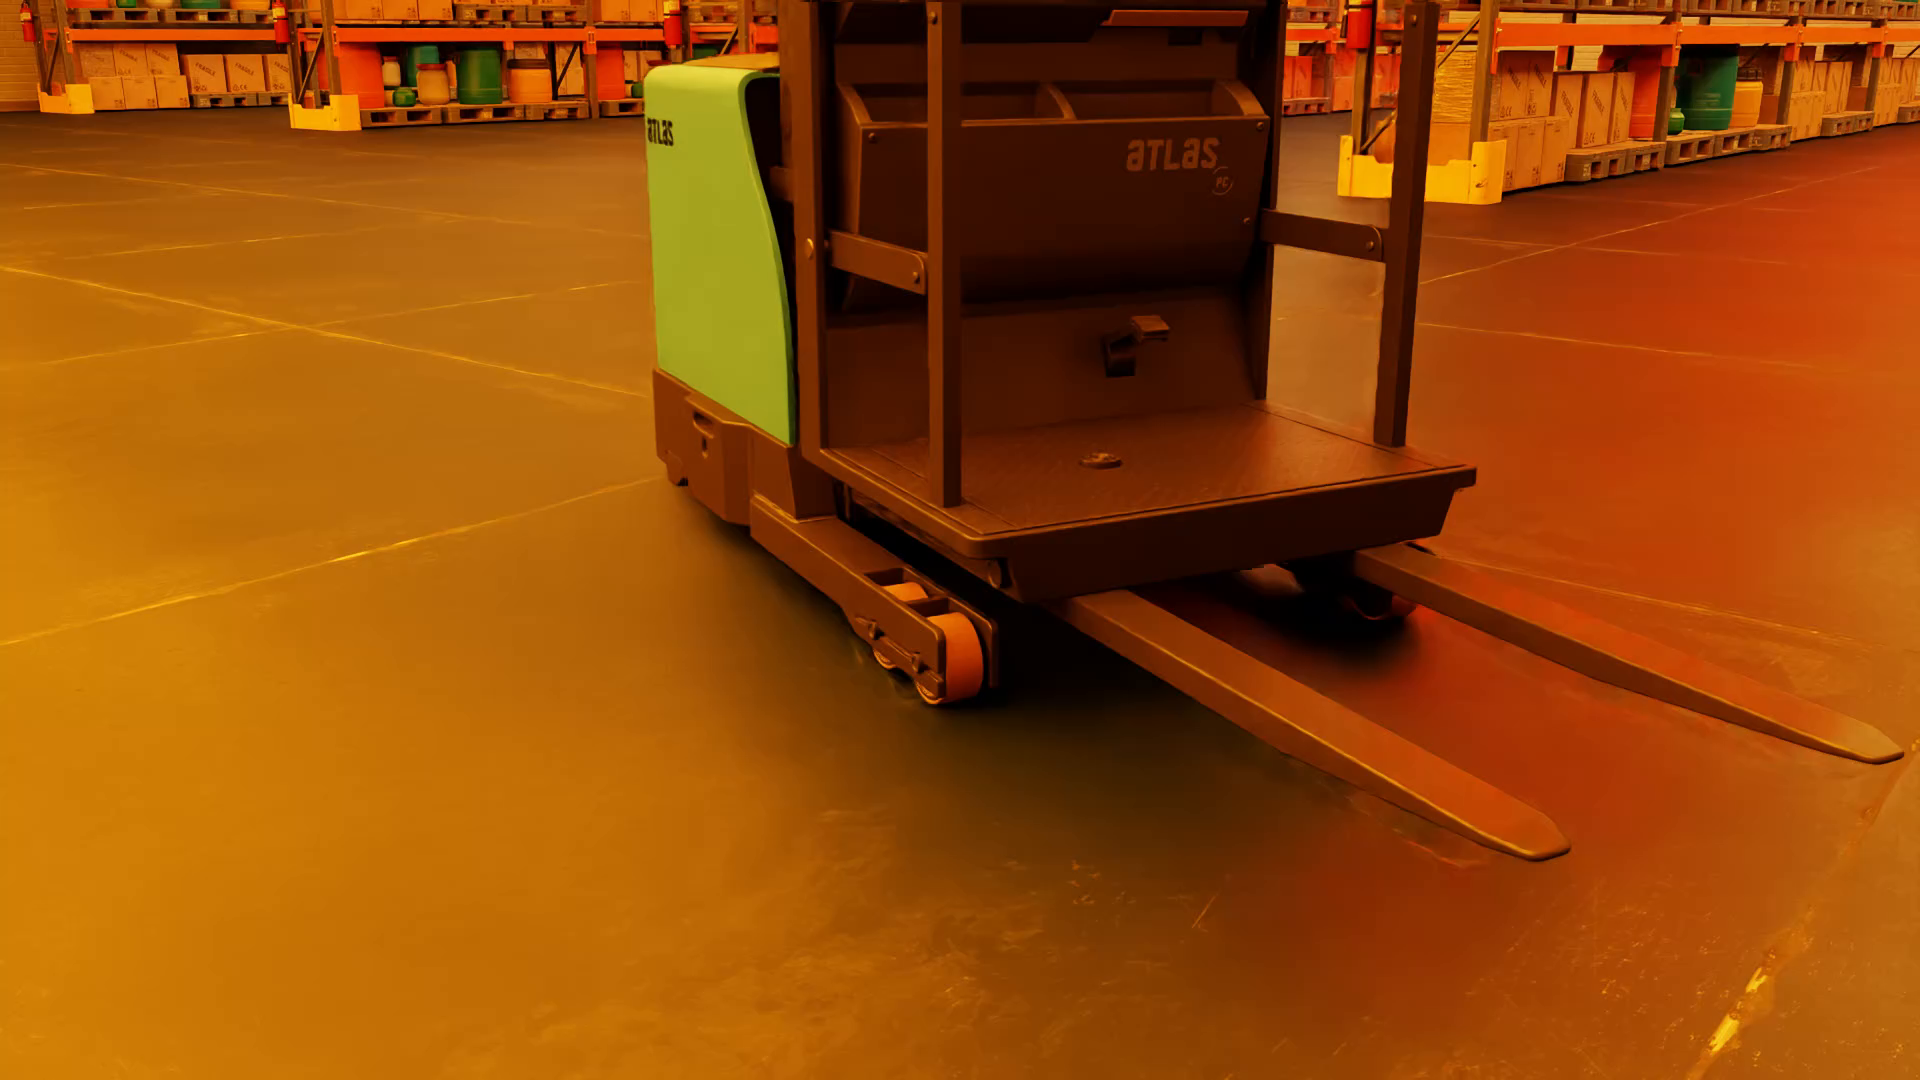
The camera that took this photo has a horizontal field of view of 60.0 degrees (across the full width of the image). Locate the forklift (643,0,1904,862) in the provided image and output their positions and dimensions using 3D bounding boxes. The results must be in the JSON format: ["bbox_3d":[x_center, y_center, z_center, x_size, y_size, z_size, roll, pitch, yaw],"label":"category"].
[{"bbox_3d":[0.297,-1.253,3.025,1.130,2.935,3.031,-8,19,-25],"label":"forklift"}]
